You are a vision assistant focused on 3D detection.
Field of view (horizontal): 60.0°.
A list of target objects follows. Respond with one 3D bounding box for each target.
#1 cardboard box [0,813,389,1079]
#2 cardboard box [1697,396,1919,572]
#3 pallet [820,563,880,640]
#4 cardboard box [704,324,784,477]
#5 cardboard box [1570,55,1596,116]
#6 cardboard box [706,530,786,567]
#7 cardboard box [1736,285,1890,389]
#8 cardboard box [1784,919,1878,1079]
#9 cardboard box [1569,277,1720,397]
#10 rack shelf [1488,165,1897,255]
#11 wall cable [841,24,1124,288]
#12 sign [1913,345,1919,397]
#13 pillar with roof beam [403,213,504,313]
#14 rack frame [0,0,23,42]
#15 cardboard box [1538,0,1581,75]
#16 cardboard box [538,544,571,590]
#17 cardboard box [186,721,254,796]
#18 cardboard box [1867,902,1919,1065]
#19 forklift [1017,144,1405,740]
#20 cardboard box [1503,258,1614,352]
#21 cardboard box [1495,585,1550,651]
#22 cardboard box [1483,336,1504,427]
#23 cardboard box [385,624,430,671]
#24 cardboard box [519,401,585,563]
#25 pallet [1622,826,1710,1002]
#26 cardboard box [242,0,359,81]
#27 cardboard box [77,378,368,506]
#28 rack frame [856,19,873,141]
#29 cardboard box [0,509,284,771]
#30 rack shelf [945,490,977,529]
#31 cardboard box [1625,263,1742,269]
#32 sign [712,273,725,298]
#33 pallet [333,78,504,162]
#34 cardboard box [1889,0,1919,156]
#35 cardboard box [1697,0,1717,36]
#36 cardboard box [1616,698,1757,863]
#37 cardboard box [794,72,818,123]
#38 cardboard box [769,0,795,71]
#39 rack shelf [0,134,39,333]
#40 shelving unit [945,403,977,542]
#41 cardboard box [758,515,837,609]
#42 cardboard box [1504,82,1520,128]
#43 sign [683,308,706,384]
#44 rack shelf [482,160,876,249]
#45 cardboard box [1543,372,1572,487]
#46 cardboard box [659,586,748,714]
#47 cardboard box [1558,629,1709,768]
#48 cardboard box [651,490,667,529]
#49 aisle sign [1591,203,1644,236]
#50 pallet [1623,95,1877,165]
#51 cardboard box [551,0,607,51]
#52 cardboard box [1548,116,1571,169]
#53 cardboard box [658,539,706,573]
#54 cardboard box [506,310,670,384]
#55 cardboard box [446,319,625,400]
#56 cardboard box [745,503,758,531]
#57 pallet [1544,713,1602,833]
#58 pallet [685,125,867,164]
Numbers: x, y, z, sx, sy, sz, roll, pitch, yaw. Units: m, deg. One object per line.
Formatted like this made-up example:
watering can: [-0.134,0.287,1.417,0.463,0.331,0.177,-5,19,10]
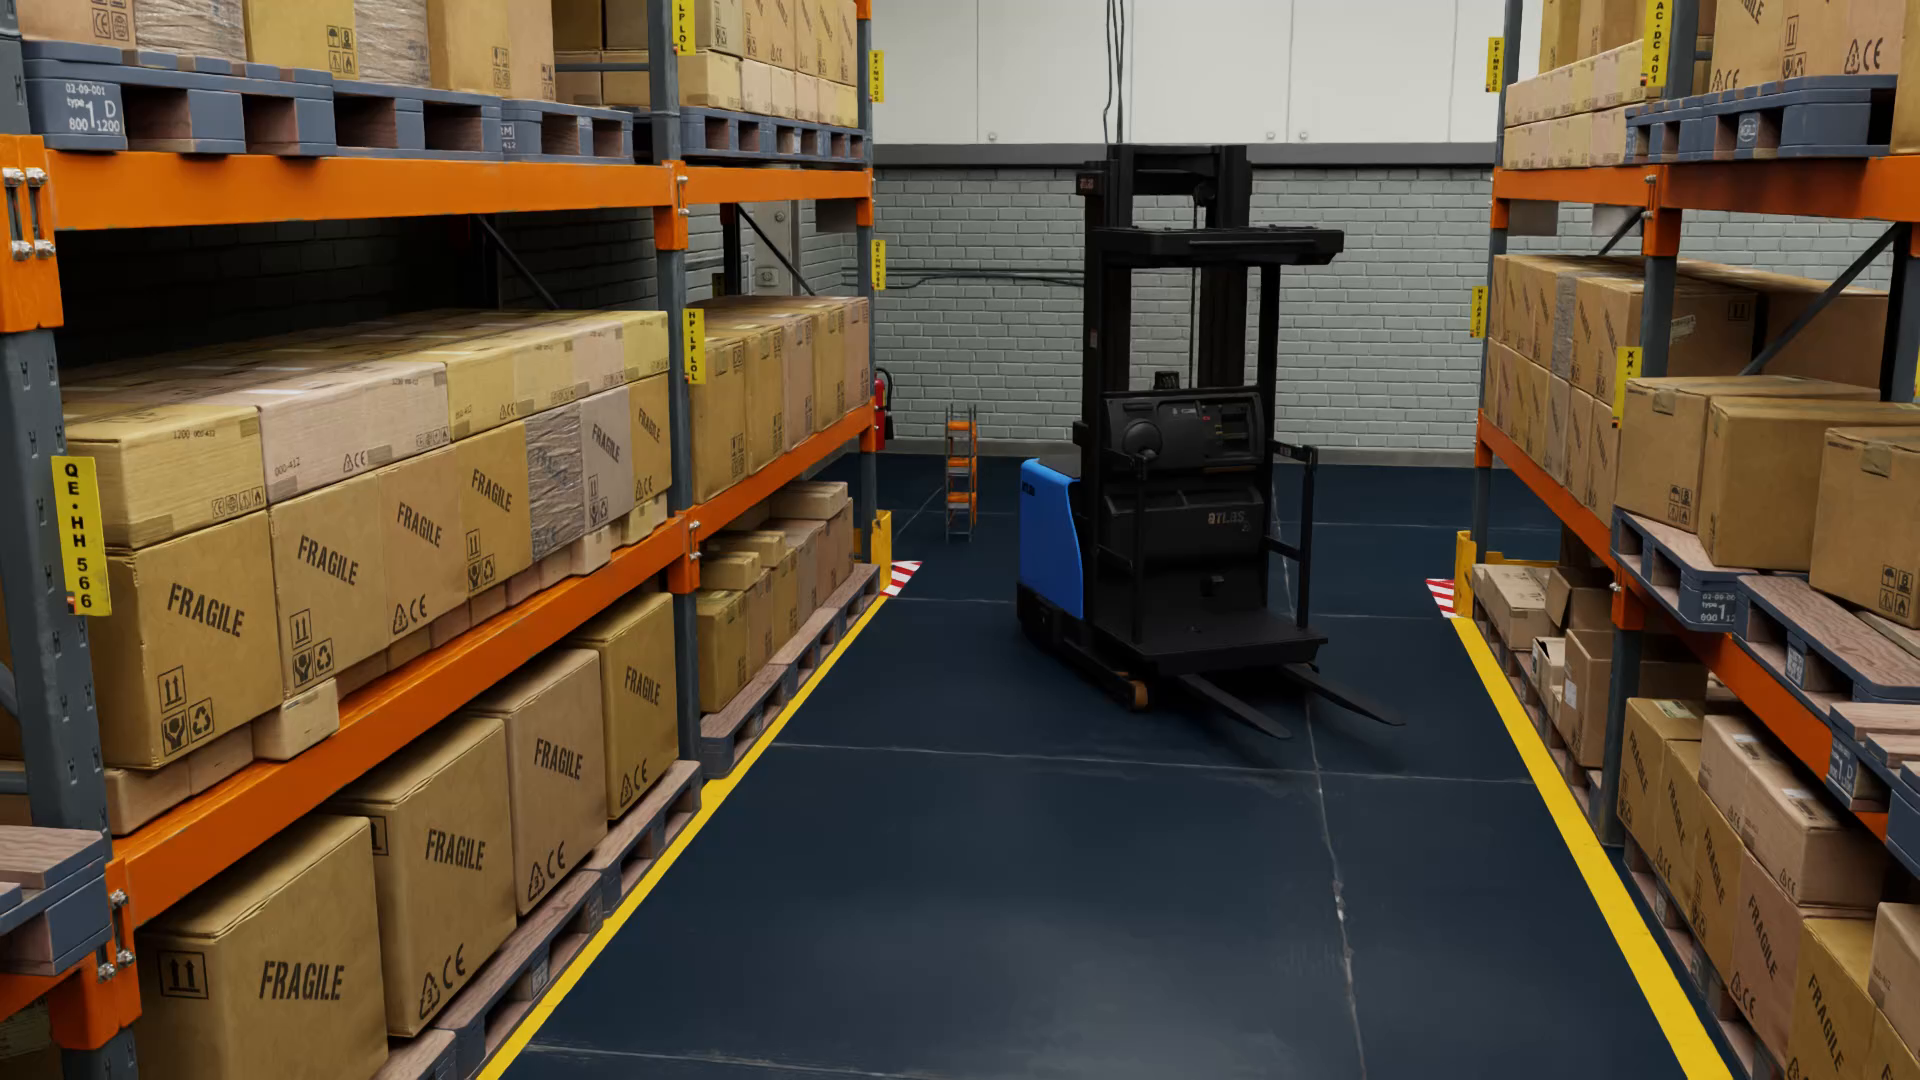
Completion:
cardboard box: [-2.065,1.202,4.403,0.750,0.750,0.750,2,12,8]
cardboard box: [2.866,-0.186,5.500,0.700,0.500,0.500,4,13,18]
pallet: [-1.123,0.372,10.768,1.003,0.211,1.213,2,12,9]
cardboard box: [-1.475,-0.739,8.588,0.980,0.700,0.700,2,12,7]
cardboard box: [3.169,-2.123,7.776,0.500,0.250,0.500,2,12,9]
cardboard box: [-1.163,0.045,9.059,0.380,0.149,0.250,2,12,7]
cardboard box: [3.553,-0.795,6.950,0.500,0.500,0.500,2,12,10]
cardboard box: [2.580,1.362,4.445,0.500,0.500,0.500,1,12,7]
cardboard box: [3.101,-0.926,7.560,0.500,0.500,0.500,2,12,8]
rack shelf: [3.511,-1.699,8.345,1.077,0.370,4.000,2,12,9]
wall cable: [0.146,-3.741,16.362,3.097,2.526,0.112,2,12,9]
sign: [3.752,-0.717,6.451,0.100,0.325,0.005,2,12,9]
pillar with roof beam: [1.814,-3.295,6.921,9.100,9.000,0.400,2,12,9]
rack frame: [-2.308,-2.428,2.898,1.000,3.000,0.127,2,12,9]
cardboard box: [3.595,-2.796,9.116,0.700,0.500,0.500,2,12,9]
cardboard box: [-1.650,0.076,6.069,0.380,0.149,0.250,2,12,9]
cardboard box: [-1.981,0.505,4.080,0.380,0.149,0.250,2,12,9]
cardboard box: [2.504,1.091,3.921,0.500,0.250,0.500,2,12,11]
forklift: [1.311,-0.622,8.925,1.130,2.935,3.031,-4,13,-18]
cardboard box: [3.416,-1.345,9.506,0.500,0.500,0.500,2,12,9]
cardboard box: [3.300,0.441,9.312,0.500,0.250,0.500,2,12,9]
cardboard box: [3.489,-0.966,10.117,0.500,0.500,0.500,2,12,10]
cardboard box: [-1.858,0.288,5.085,0.380,0.149,0.250,2,12,10]
cardboard box: [-1.669,-0.217,5.888,0.500,0.500,0.500,2,12,9]
pallet: [3.115,1.366,6.155,1.003,0.211,1.213,2,12,9]
cardboard box: [-2.162,-1.555,4.687,0.700,0.500,0.500,3,12,12]
cardboard box: [-1.901,-0.264,4.326,0.500,0.250,0.500,2,12,8]
rack frame: [-1.077,-4.093,10.626,1.000,3.000,0.127,2,12,9]
cardboard box: [-1.980,0.208,3.917,0.500,0.500,0.500,2,12,10]
rack shelf: [0.008,-0.242,12.995,0.215,0.259,0.240,2,12,9]
cardboard box: [3.869,-1.224,8.940,0.500,0.500,0.500,2,12,10]
sign: [-1.625,-1.642,11.248,0.100,0.325,0.005,2,12,9]
pallet: [-2.092,-1.238,4.945,1.003,0.211,1.213,2,12,11]
cardboard box: [2.780,-1.157,3.884,0.910,0.500,0.500,2,12,9]
cardboard box: [3.240,-2.274,6.697,0.700,0.500,0.500,2,12,9]
cardboard box: [2.888,0.932,6.439,0.500,0.500,0.500,1,12,6]
cardboard box: [-1.082,-2.430,9.149,0.500,0.250,0.500,2,12,7]
cardboard box: [-1.162,-2.691,8.582,0.500,0.500,0.500,2,12,9]
rack shelf: [-2.615,-0.193,1.358,1.077,0.370,4.000,2,12,9]
shelving unit: [0.008,-0.524,12.934,0.215,1.050,0.252,2,12,9]
cardboard box: [-1.163,0.109,10.302,0.700,0.500,0.500,2,12,8]
cardboard box: [3.482,-2.540,9.707,0.500,0.250,0.500,2,12,9]
sign: [-1.155,-0.839,7.208,0.100,0.325,0.005,2,12,9]
rack shelf: [-1.385,-1.859,9.086,1.077,0.370,4.000,2,12,9]
cardboard box: [3.181,-0.544,8.159,0.500,0.500,0.500,2,12,10]
cardboard box: [-1.476,0.537,8.320,0.700,0.500,0.500,2,12,9]
cardboard box: [3.010,0.711,7.463,0.500,0.500,0.500,2,12,9]
cardboard box: [-1.465,-0.135,7.049,0.380,0.149,0.250,2,12,9]
aisle sign: [4.131,-2.276,10.263,0.394,0.787,0.004,2,12,9]
pallet: [3.033,-1.409,5.737,1.213,0.211,1.003,2,12,9]
cardboard box: [-1.815,-2.494,7.670,0.500,0.500,0.500,2,12,8]
cardboard box: [3.252,-1.983,8.310,0.500,0.250,0.500,2,12,9]
cardboard box: [-1.576,0.079,8.906,0.380,0.149,0.250,1,12,7]
cardboard box: [-1.511,-0.793,6.782,0.500,0.250,0.500,2,12,10]
cardboard box: [-1.600,-0.687,6.289,0.500,0.250,0.500,2,12,10]
cardboard box: [-1.419,-0.134,9.891,0.380,0.149,0.250,2,12,9]
pallet: [3.310,1.052,7.610,1.003,0.211,1.213,2,12,9]
pallet: [-1.181,-2.429,10.233,1.003,0.211,1.213,2,12,9]
